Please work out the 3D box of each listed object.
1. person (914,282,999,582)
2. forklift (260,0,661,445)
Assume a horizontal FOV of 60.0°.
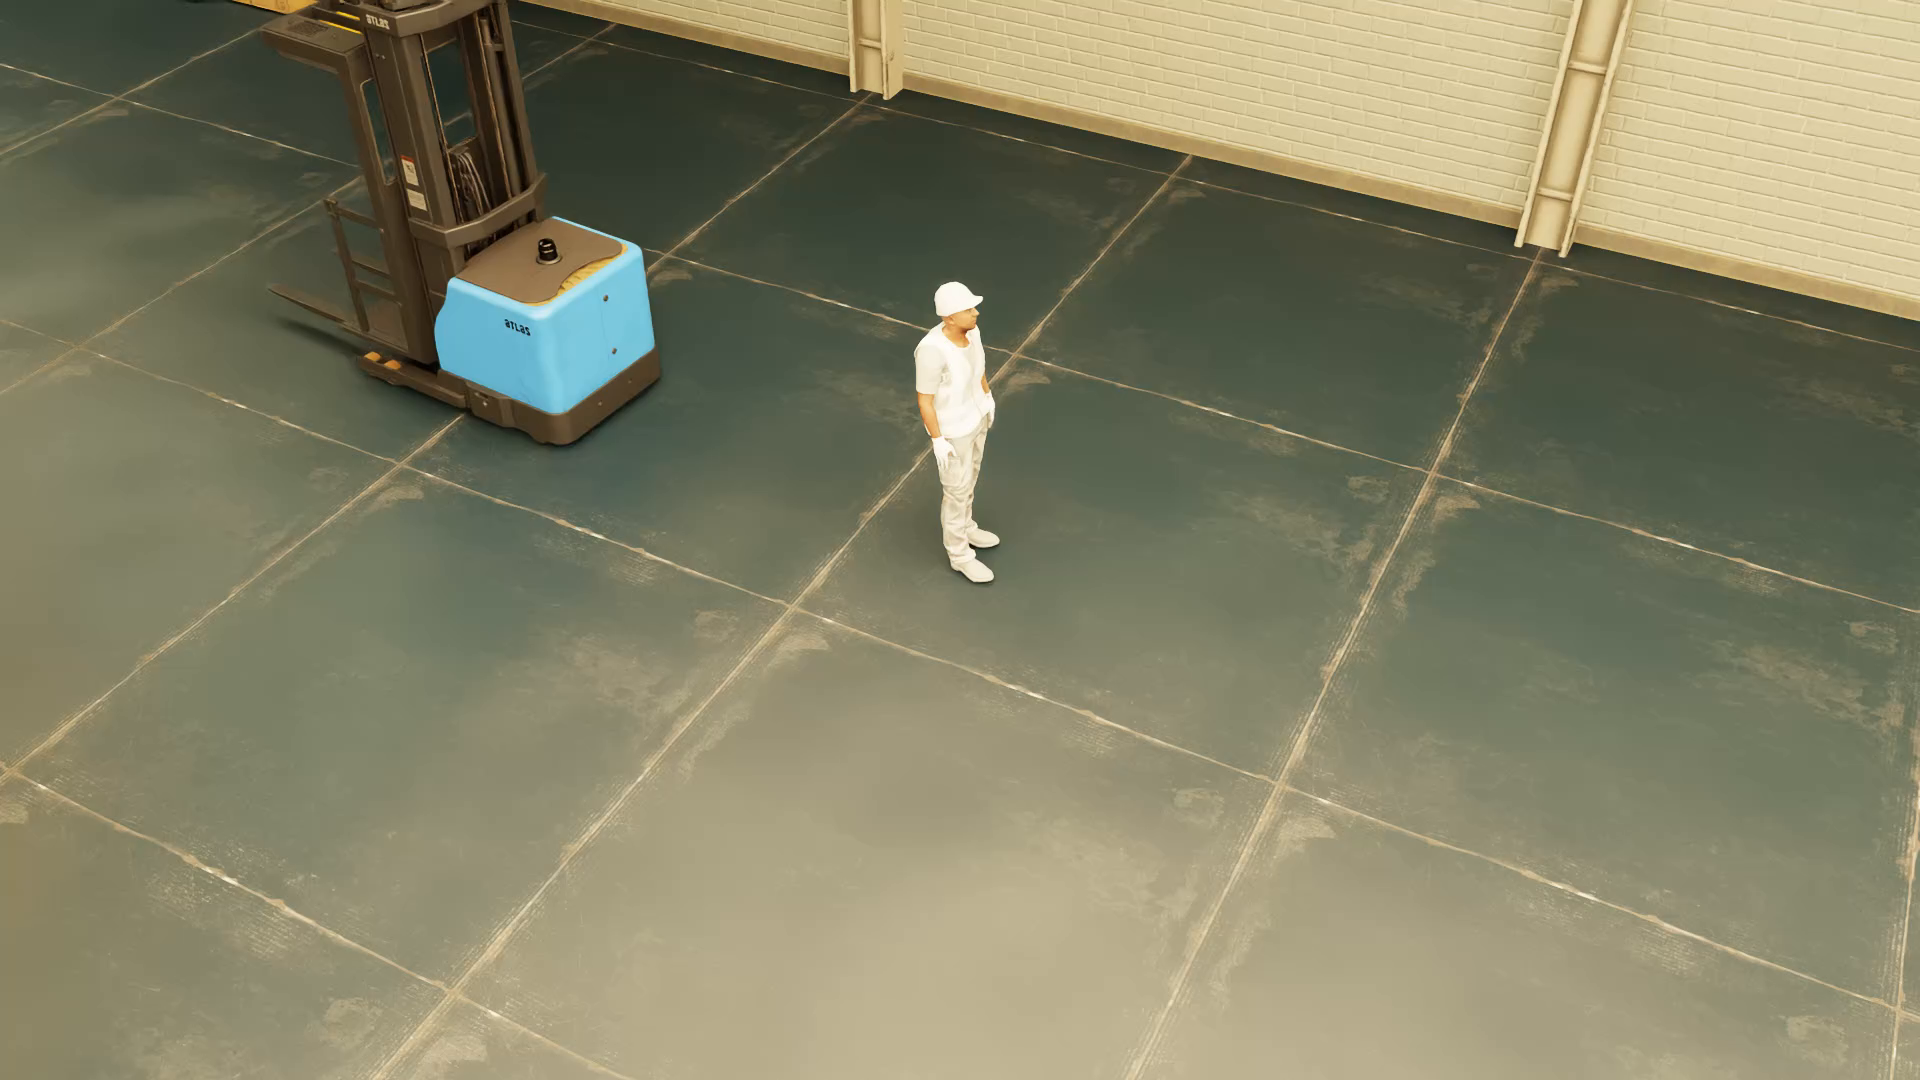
[{"bbox_3d":[0.059,-0.661,9.651,0.577,1.782,0.656,18,43,21],"label":"person"},{"bbox_3d":[-3.591,-2.465,10.913,3.031,2.935,1.130,22,45,24],"label":"forklift"}]
